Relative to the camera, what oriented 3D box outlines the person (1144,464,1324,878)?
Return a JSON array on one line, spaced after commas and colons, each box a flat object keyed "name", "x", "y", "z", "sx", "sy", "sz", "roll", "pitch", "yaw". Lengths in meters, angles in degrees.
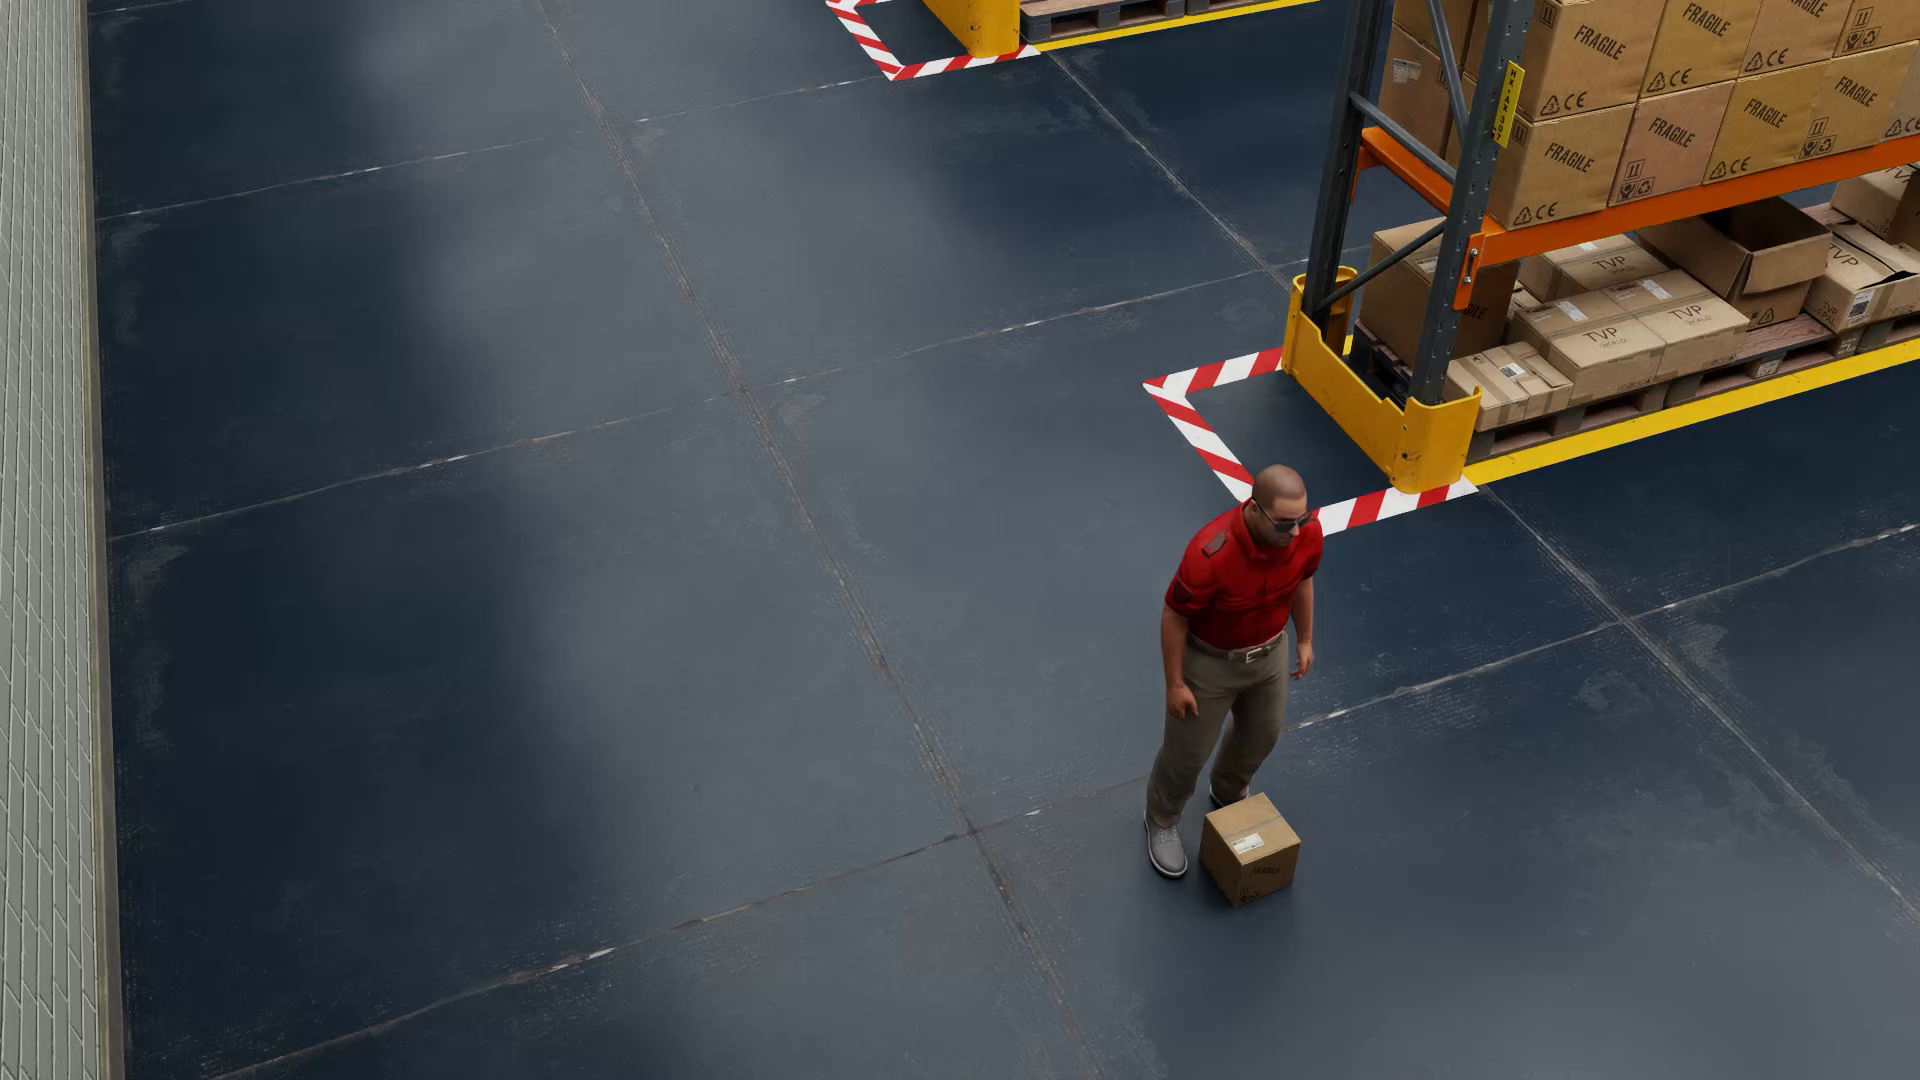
[{"name": "person", "x": 0.943, "y": 0.411, "z": 5.703, "sx": 0.603, "sy": 1.728, "sz": 0.384, "roll": -17, "pitch": 44, "yaw": -18}]
